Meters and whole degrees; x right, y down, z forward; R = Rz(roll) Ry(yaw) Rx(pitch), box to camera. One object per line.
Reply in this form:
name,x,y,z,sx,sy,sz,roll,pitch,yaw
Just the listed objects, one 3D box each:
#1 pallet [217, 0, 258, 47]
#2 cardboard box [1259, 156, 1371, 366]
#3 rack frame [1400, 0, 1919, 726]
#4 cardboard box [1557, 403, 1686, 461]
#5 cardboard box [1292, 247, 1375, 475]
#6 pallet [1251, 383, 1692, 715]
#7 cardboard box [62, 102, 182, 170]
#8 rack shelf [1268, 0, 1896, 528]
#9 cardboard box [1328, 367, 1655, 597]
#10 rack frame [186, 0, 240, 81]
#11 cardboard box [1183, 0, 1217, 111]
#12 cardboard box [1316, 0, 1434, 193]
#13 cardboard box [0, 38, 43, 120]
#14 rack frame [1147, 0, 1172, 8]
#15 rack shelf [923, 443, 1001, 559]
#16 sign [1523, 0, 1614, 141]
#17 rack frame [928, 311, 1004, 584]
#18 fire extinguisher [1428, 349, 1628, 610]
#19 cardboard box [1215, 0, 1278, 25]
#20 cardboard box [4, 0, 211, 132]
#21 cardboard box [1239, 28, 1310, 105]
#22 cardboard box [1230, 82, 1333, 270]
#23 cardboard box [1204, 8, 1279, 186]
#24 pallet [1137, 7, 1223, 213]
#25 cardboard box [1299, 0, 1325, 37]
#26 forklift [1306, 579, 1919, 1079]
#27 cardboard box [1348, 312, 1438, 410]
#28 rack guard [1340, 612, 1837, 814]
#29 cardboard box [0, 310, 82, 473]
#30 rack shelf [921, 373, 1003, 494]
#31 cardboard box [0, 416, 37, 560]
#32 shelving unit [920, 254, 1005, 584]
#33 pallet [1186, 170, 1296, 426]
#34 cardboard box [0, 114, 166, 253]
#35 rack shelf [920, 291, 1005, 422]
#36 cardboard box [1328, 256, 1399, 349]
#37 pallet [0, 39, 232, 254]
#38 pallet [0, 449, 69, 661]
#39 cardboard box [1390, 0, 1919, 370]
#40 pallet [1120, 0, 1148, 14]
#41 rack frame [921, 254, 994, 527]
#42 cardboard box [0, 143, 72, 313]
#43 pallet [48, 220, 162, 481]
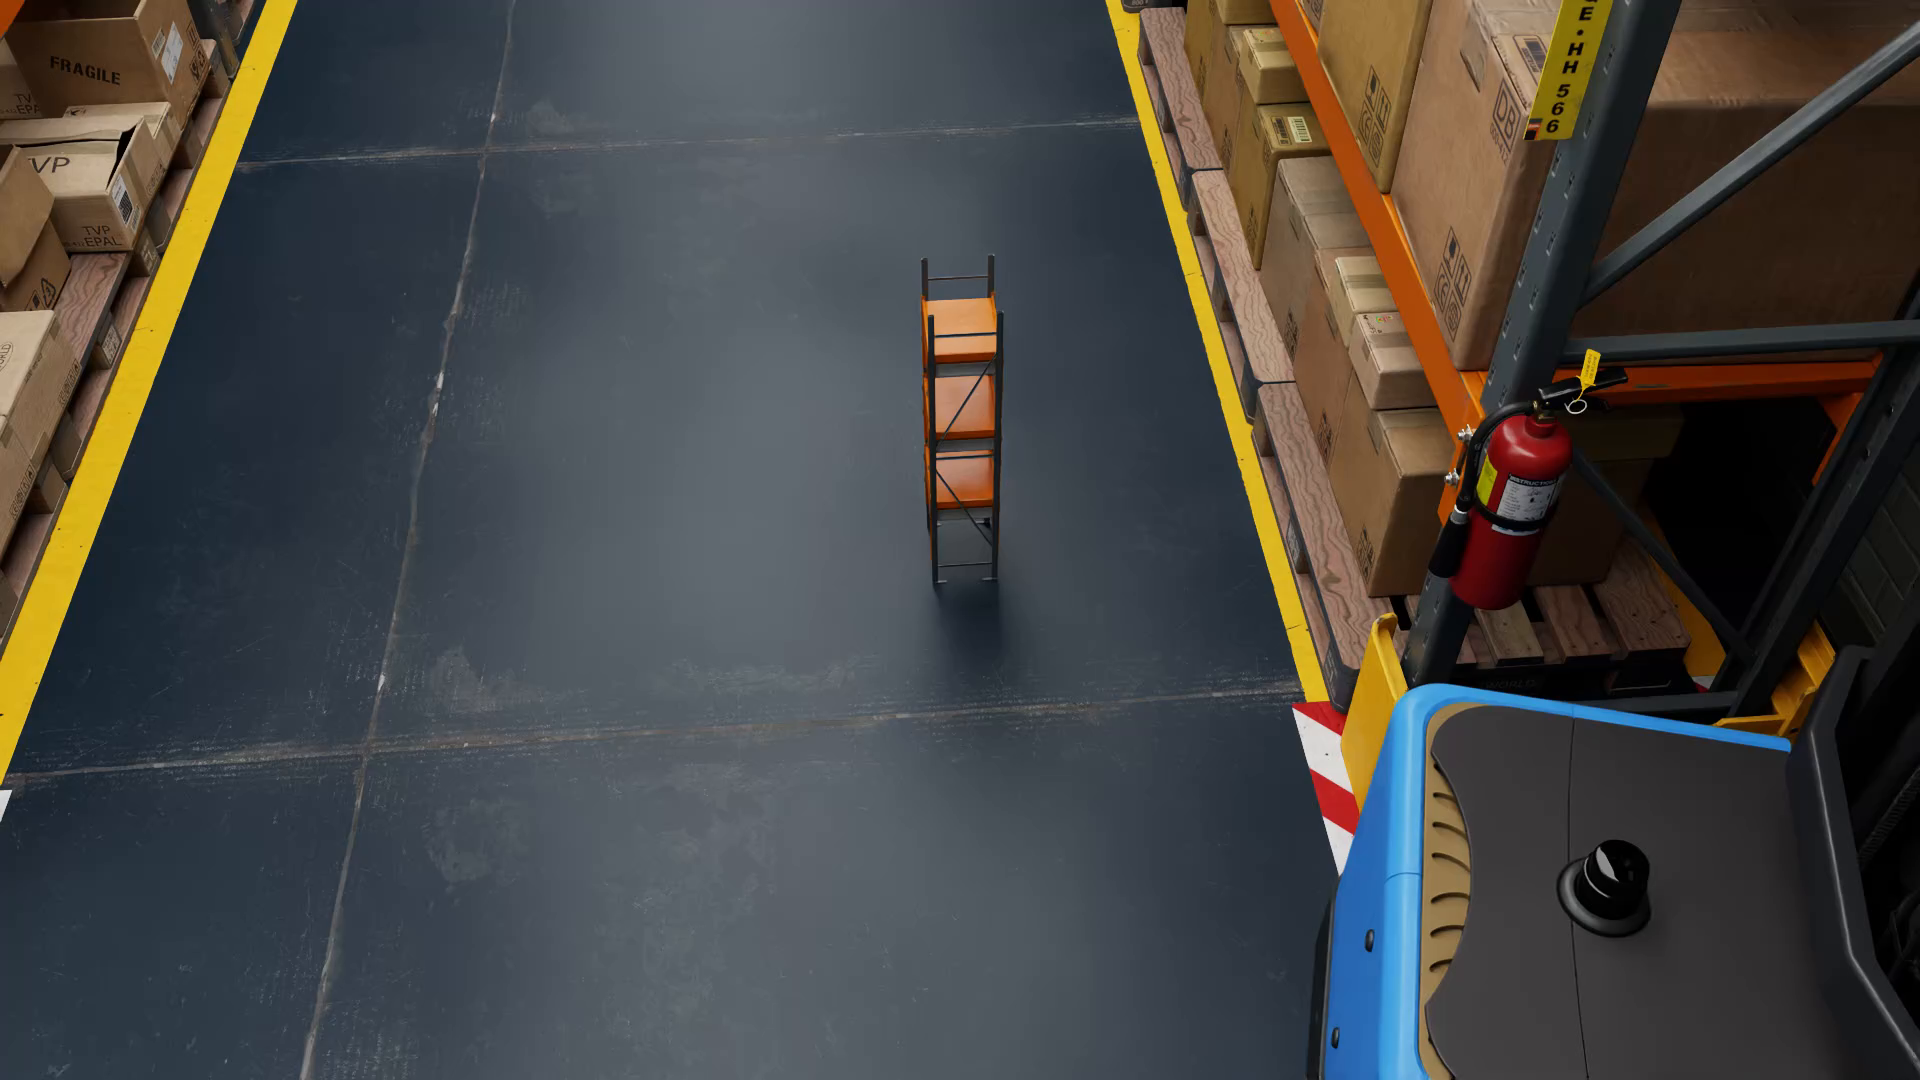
pallet,-3.712,-2.637,7.602,1.003,0.211,1.213,-3,47,-3
cardboard box,1.422,-0.931,5.498,0.700,0.500,0.500,-5,47,-5
rack frame,1.665,-0.420,3.582,1.000,3.000,0.127,-3,47,-3
cardboard box,1.716,-0.350,4.501,0.380,0.149,0.250,-3,47,-3
cardboard box,1.464,-0.567,5.153,0.700,0.500,0.500,-4,47,-3
pallet,1.520,-0.035,5.137,1.003,0.211,1.213,-3,47,-3
cardboard box,-3.185,-1.518,6.283,0.380,0.149,0.250,-3,47,-3
rack shelf,1.497,-1.619,5.213,1.077,0.370,4.000,-3,47,-3
cardboard box,1.506,-0.205,4.811,0.700,0.500,0.500,-3,47,-3
rack frame,-3.606,-3.010,6.035,1.000,3.000,0.127,-3,47,-3
cardboard box,1.290,-2.051,6.559,0.700,0.500,0.500,-3,47,-3
cardboard box,1.540,-1.417,4.319,0.980,0.700,0.700,-4,47,-4
cardboard box,-3.787,-1.920,6.551,0.500,0.311,0.500,-3,47,-3
rack frame,1.330,-3.314,6.322,1.000,3.000,0.127,-3,47,-3
rack shelf,0.004,-0.124,5.042,0.215,0.259,0.240,-3,47,-3
sign,1.123,-0.876,3.054,0.100,0.325,0.005,-3,47,-3
rack frame,0.015,-0.234,4.749,0.200,1.050,0.008,-3,47,-3
fire extinguisher,1.217,-0.128,3.615,0.296,0.674,0.183,-3,47,-3
cardboard box,1.137,-2.016,6.079,0.380,0.149,0.250,-2,47,-2
cardboard box,-3.276,-1.907,6.409,0.500,0.500,0.500,-3,47,-3
cardboard box,1.181,-1.638,5.721,0.380,0.149,0.250,-5,47,-4
cardboard box,1.370,-1.316,5.863,0.700,0.500,0.500,-3,47,-2
cardboard box,1.329,-1.688,6.215,0.700,0.500,0.500,-4,47,-4
pallet,1.315,-1.800,6.809,1.003,0.211,1.213,-3,47,-3
cardboard box,1.485,-1.969,4.842,0.980,0.700,0.700,-6,47,-5
forklift,2.290,0.586,2.676,3.031,2.935,1.130,9,47,8
cardboard box,1.314,-0.510,4.653,0.380,0.149,0.250,-4,47,-4
rack guard,1.667,0.457,4.473,1.175,0.500,0.348,-3,47,-3
cardboard box,-3.118,-0.456,5.207,0.500,0.250,0.500,-3,47,-3
rack shelf,0.004,-0.315,4.840,0.215,0.259,0.240,-3,47,-3
cardboard box,-3.076,-0.094,4.864,0.500,0.250,0.500,-3,47,-3
shelving unit,0.004,-0.322,4.832,0.215,1.050,0.252,-3,47,-3
pallet,1.421,-0.915,5.971,1.003,0.211,1.213,-3,47,-3
cardboard box,-3.213,-1.299,5.963,0.500,0.311,0.500,-3,47,-3
rack shelf,0.004,-0.510,4.634,0.215,0.259,0.240,-3,47,-3
cardboard box,1.292,-0.695,4.828,0.380,0.149,0.250,-2,47,-2
pallet,-3.550,-1.554,6.577,1.003,0.211,1.213,-3,47,-3
pallet,-3.345,0.211,4.905,1.003,0.211,1.213,-3,47,-3
cardboard box,1.612,-0.891,3.822,0.980,0.700,0.700,-2,47,-1
pallet,1.190,-2.909,7.859,1.003,0.211,1.213,-3,47,-3
rack frame,-0.006,-0.411,4.916,0.200,1.050,0.008,-3,47,-3
cardboard box,-3.444,-0.944,5.494,0.797,0.503,0.637,-3,47,-3
pallet,-3.444,-0.669,5.739,1.003,0.211,1.213,-3,47,-3
